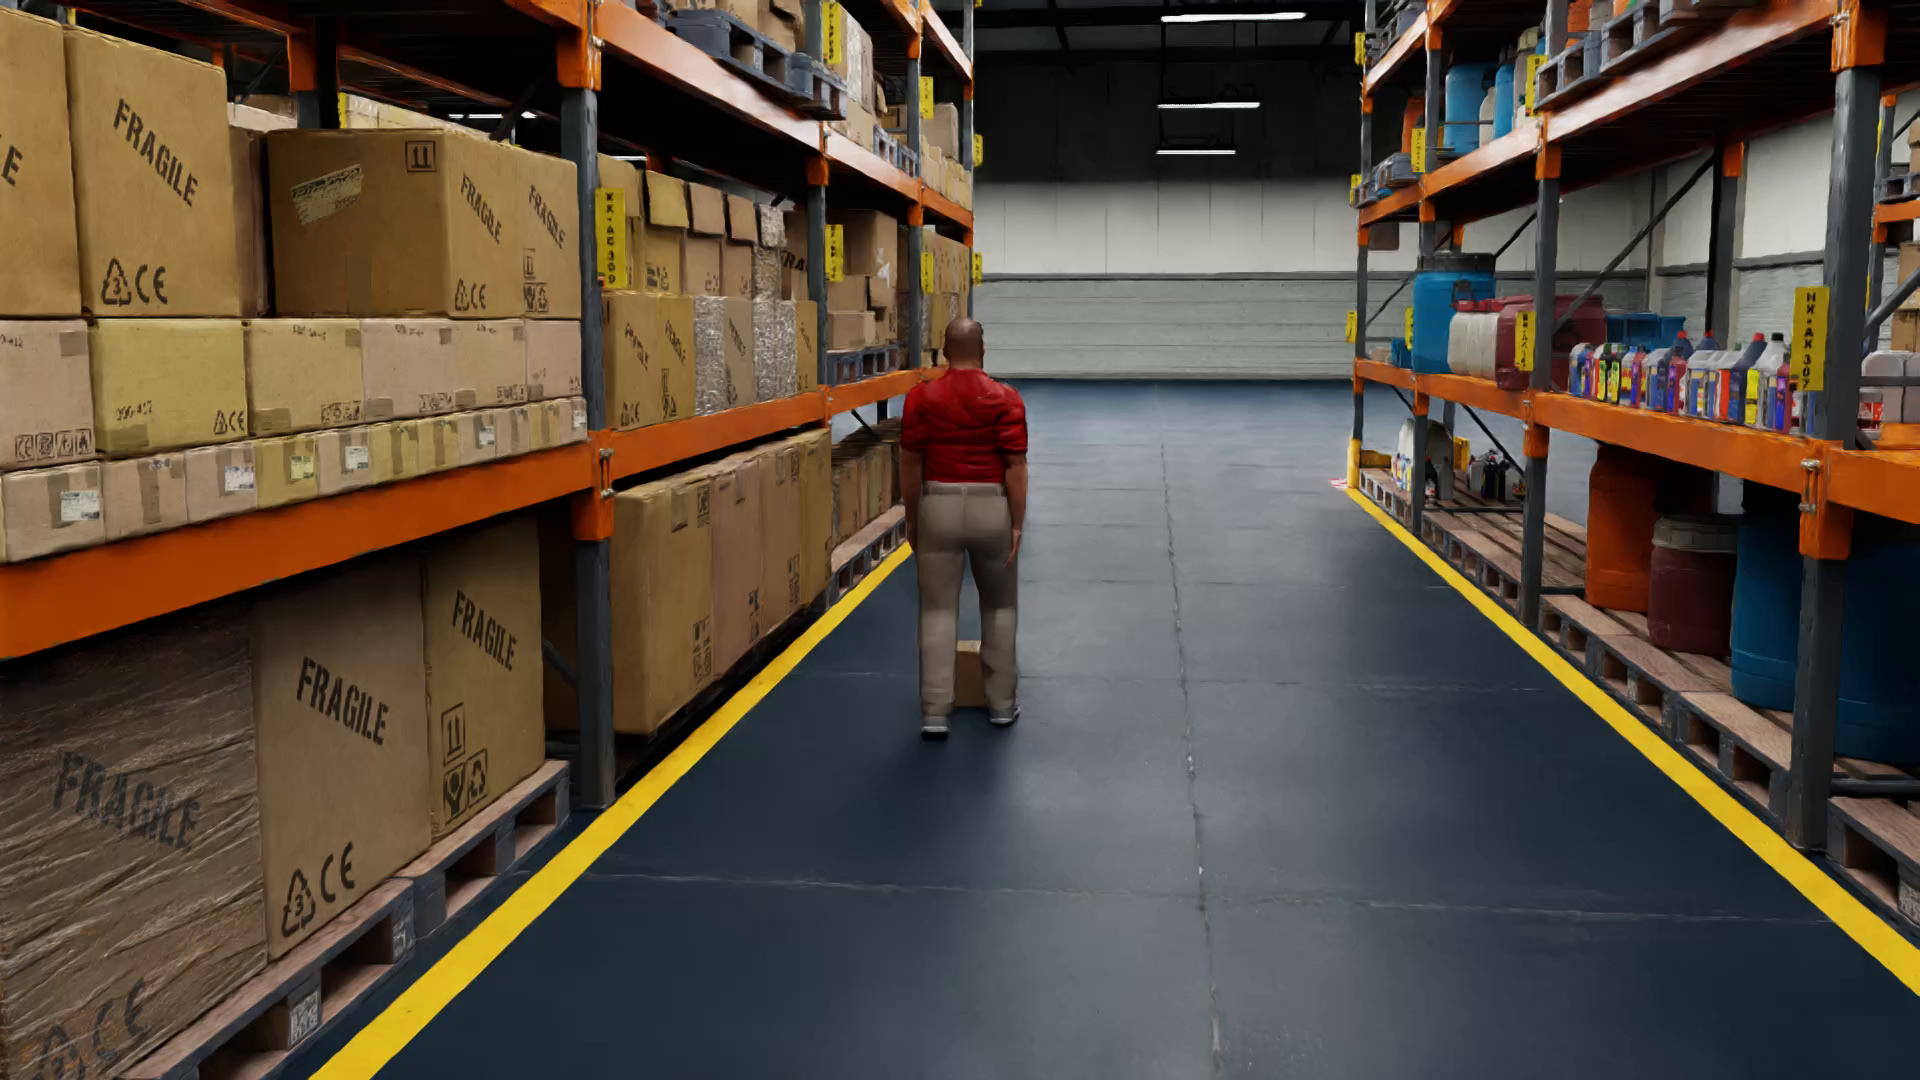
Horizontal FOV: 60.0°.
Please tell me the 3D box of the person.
[{"bbox_3d":[0.020,-0.057,6.938,0.535,1.734,0.566,1,8,5],"label":"person"}]
